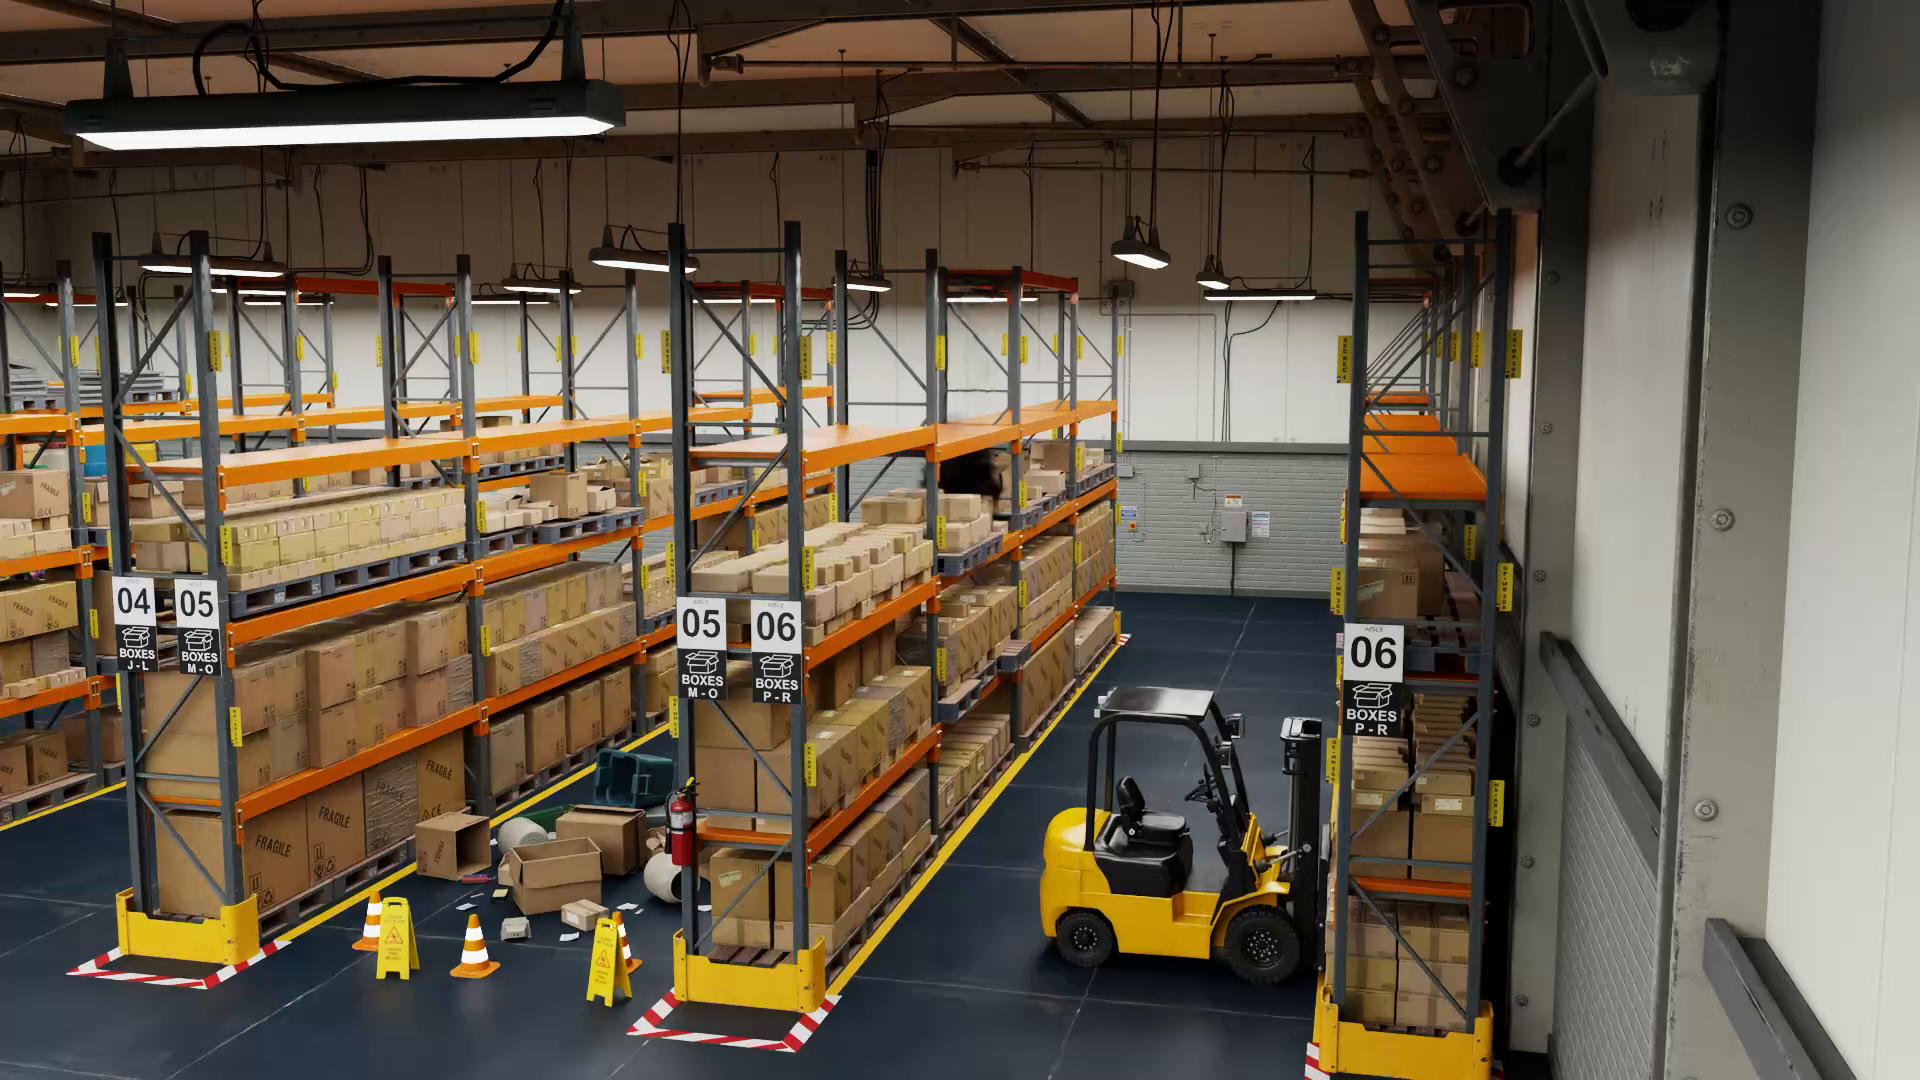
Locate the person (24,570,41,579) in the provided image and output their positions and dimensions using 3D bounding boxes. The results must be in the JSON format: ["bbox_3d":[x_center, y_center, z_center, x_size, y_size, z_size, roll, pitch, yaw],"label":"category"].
[{"bbox_3d":[-15.869,0.772,28.727,0.684,1.799,0.893,0,7,3],"label":"person"}]
